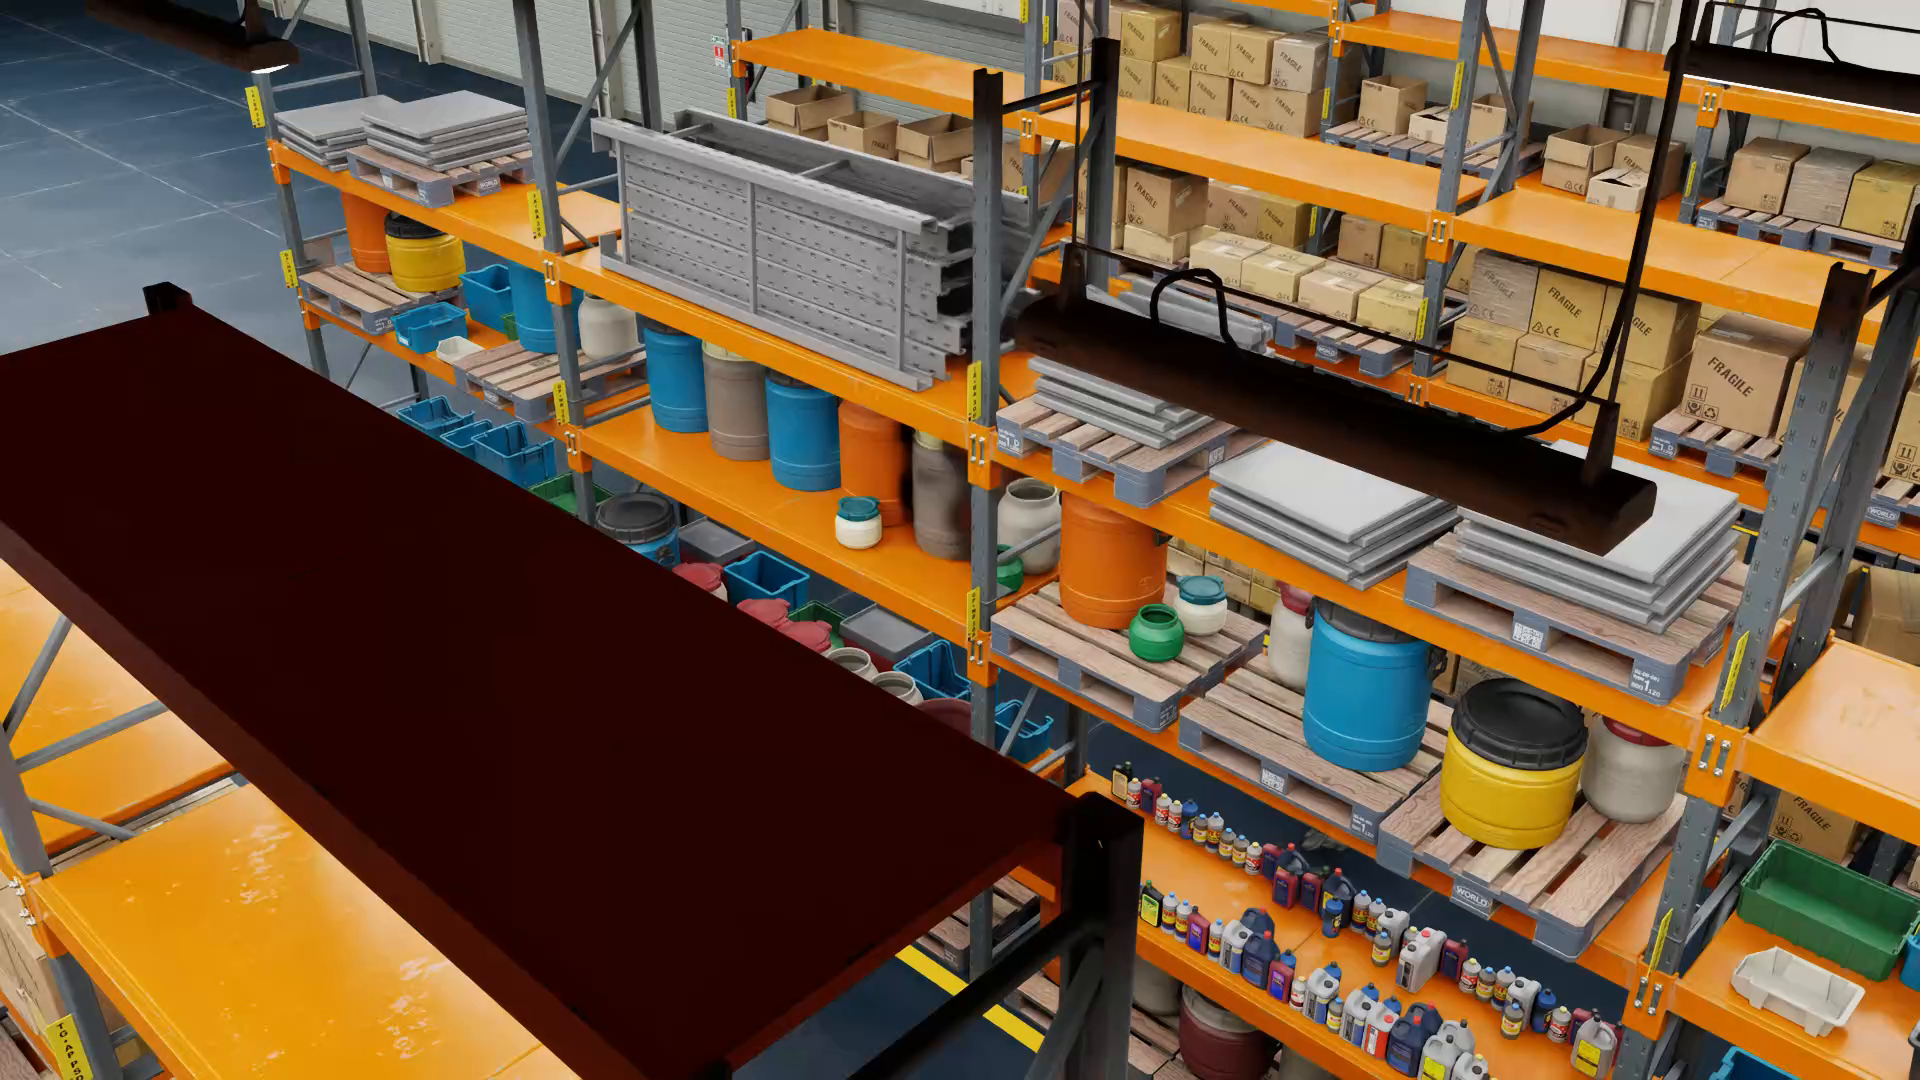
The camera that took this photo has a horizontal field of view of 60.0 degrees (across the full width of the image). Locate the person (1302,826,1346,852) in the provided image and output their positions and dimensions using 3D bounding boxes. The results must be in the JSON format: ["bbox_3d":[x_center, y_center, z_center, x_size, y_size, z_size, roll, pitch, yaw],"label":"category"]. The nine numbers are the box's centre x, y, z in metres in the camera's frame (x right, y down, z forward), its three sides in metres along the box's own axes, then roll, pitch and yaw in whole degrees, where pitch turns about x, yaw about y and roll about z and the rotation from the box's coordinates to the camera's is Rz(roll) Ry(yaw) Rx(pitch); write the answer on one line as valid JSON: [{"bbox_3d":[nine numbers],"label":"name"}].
[{"bbox_3d":[2.468,1.460,11.950,0.792,1.675,0.691,17,34,28],"label":"person"}]
